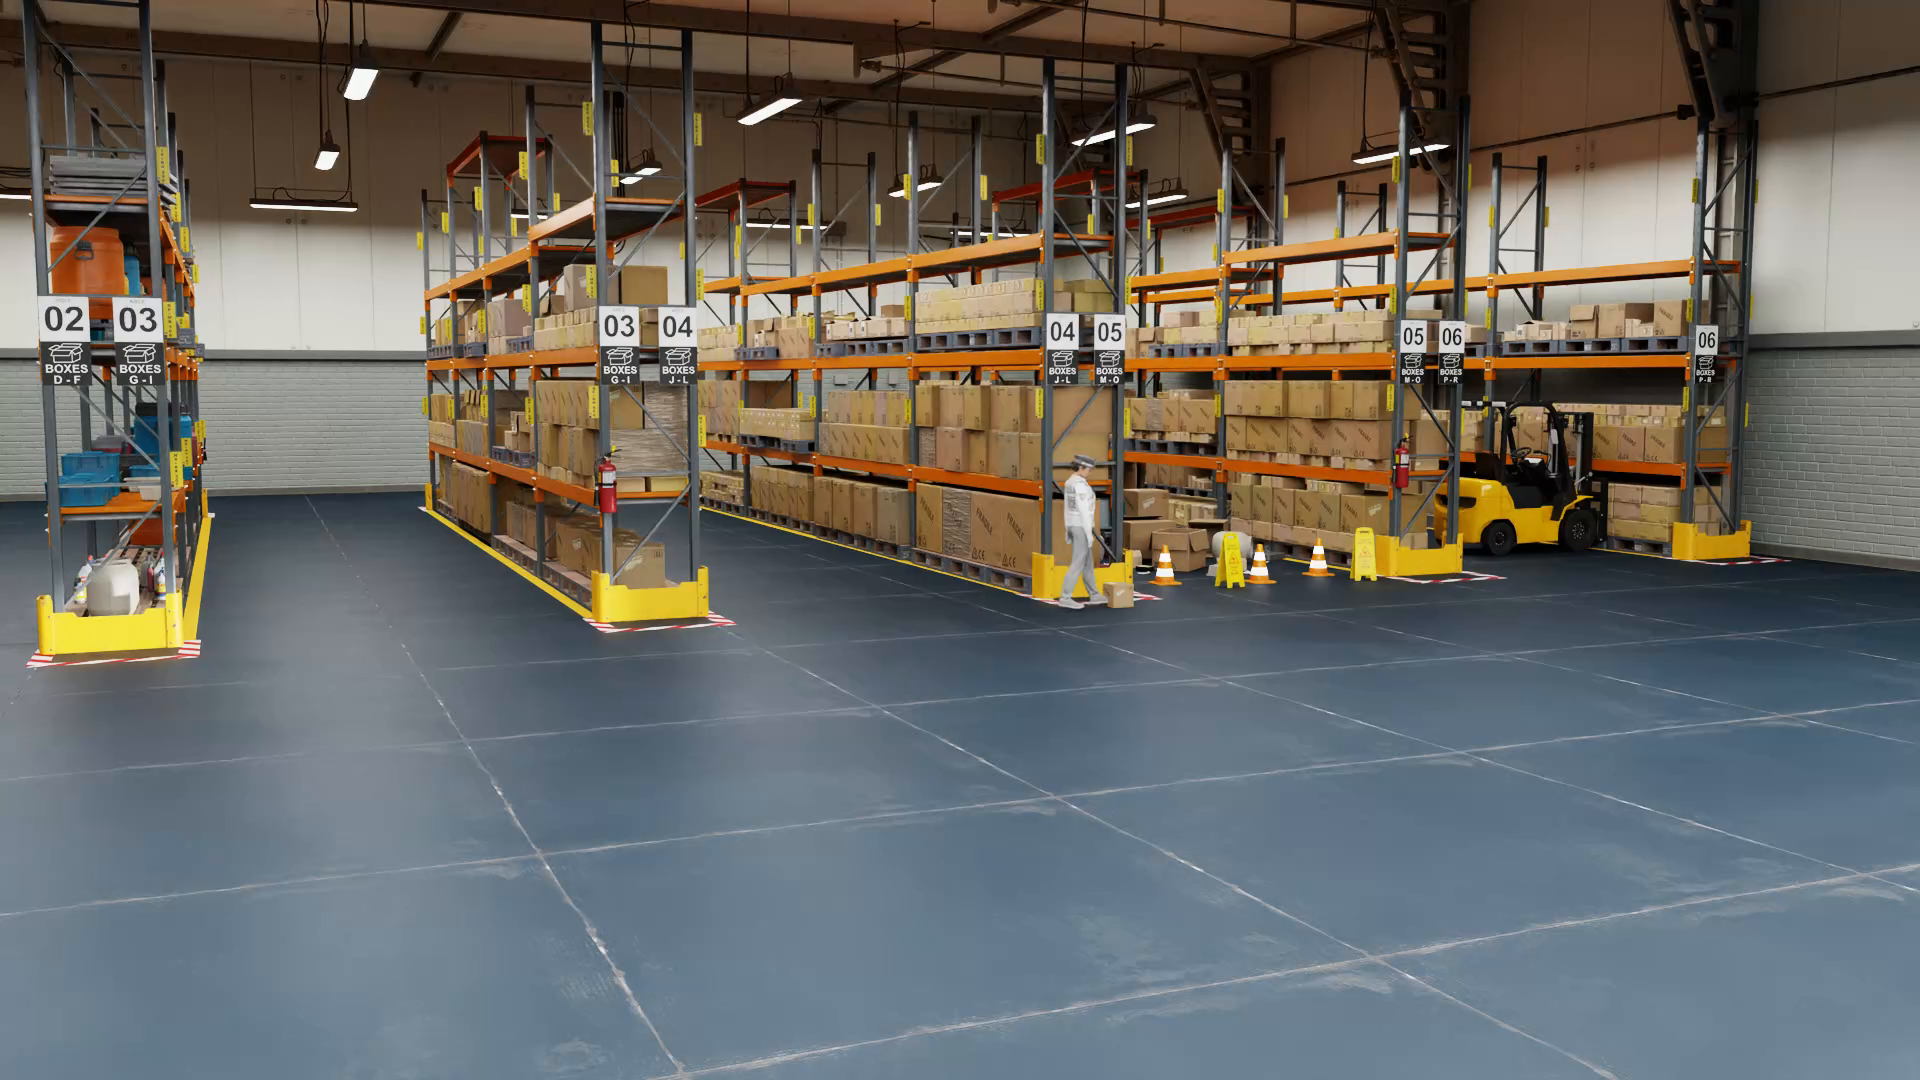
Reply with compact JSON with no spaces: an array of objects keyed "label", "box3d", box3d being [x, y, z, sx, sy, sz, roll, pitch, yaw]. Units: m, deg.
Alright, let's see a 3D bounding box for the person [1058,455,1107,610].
[{"label":"person","box3d":[1.362,-0.093,17.871,0.701,1.648,0.516,-2,6,-17]}]
